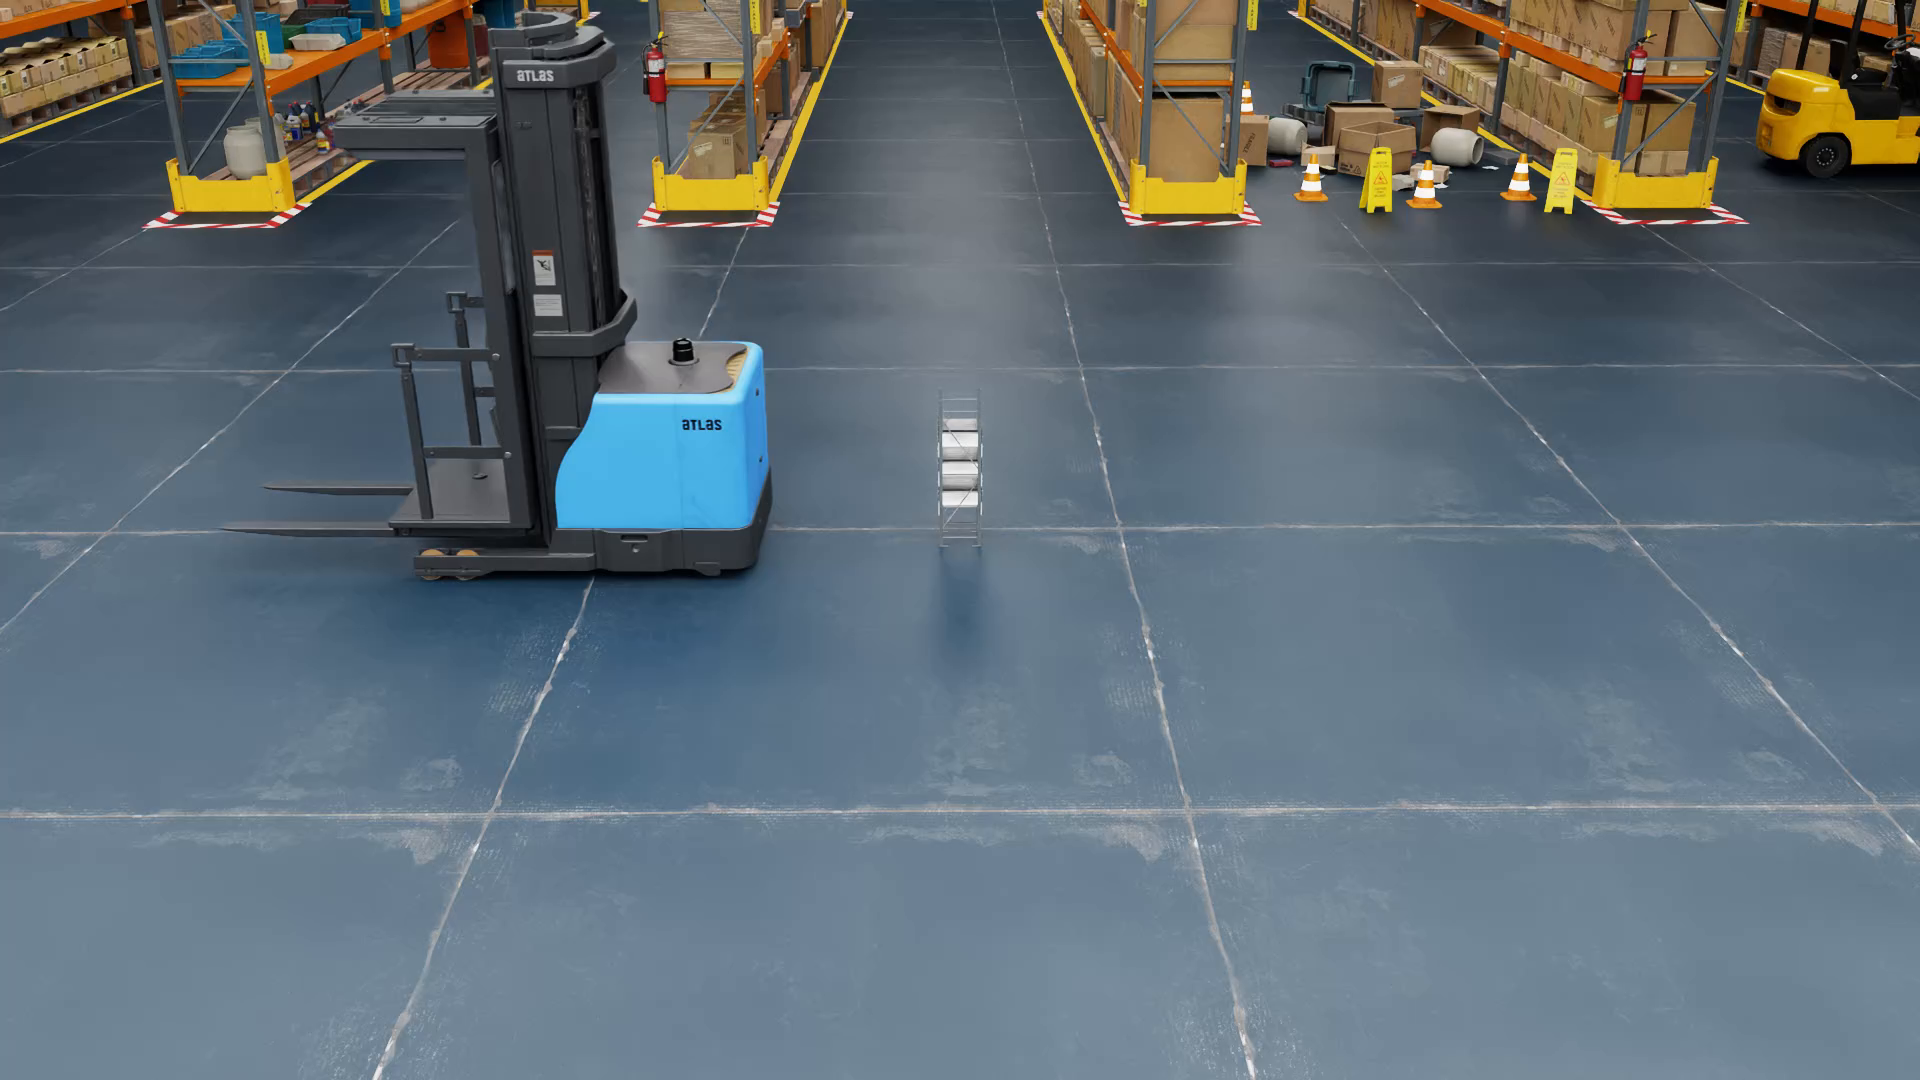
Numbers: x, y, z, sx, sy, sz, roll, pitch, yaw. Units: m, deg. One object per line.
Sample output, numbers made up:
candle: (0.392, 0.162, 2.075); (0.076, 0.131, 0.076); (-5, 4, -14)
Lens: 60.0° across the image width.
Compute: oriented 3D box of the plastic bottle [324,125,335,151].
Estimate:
plastic bottle: (-7.245, -4.626, 19.101); (0.061, 0.283, 0.133); (0, 24, 0)

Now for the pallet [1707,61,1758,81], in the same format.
pallet: (12.215, -7.246, 25.515); (1.003, 0.211, 1.213); (0, 24, -1)

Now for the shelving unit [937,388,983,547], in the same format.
shelving unit: (0.000, -0.413, 9.572); (0.258, 0.900, 0.210); (0, 24, -1)

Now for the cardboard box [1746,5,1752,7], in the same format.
cardboard box: (12.463, -8.417, 26.456); (0.380, 0.149, 0.250); (-1, 24, -3)

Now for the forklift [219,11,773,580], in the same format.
forklift: (-2.656, -1.329, 9.133); (3.031, 2.935, 1.130); (0, 24, 1)

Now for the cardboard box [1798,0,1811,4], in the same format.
cardboard box: (11.959, -7.537, 22.956); (0.500, 0.250, 0.500); (-1, 24, -2)

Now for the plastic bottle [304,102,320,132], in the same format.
plastic bottle: (-7.859, -5.129, 20.132); (0.144, 0.351, 0.185); (0, 24, -1)

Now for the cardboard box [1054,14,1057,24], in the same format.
cardboard box: (1.873, -9.248, 29.507); (0.380, 0.149, 0.250); (0, 24, -1)

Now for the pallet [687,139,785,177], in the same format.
pallet: (-2.585, -4.441, 19.312); (1.003, 0.211, 1.213); (0, 24, -1)

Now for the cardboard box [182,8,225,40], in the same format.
cardboard box: (-12.348, -8.401, 27.185); (0.500, 0.500, 0.500); (0, 24, 0)

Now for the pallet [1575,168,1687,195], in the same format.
pallet: (7.335, -3.984, 18.302); (1.003, 0.211, 1.213); (0, 24, -1)

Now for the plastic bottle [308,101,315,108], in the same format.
plastic bottle: (-8.032, -5.294, 20.591); (0.097, 0.271, 0.097); (0, 24, 0)

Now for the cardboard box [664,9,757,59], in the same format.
cardboard box: (-2.579, -5.251, 17.239); (0.875, 0.500, 0.500); (0, 24, -1)

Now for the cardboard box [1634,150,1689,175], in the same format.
cardboard box: (7.577, -4.160, 18.136); (0.500, 0.250, 0.500); (0, 24, -1)

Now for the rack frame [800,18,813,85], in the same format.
rack frame: (-2.688, -8.140, 24.108); (1.000, 3.000, 0.127); (0, 24, -1)

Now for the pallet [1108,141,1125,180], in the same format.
pallet: (2.263, -4.384, 19.188); (1.003, 0.211, 1.213); (0, 24, -1)

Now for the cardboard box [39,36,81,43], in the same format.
cardboard box: (-12.881, -7.074, 23.897); (0.500, 0.311, 0.500); (1, 24, 1)

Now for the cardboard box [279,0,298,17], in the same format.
cardboard box: (-12.448, -9.727, 30.419); (0.500, 0.250, 0.500); (0, 24, -1)

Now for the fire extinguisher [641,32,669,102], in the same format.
fire extinguisher: (-3.060, -4.759, 16.726); (0.296, 0.674, 0.183); (0, 24, -1)

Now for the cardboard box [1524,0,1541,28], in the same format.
cardboard box: (7.020, -6.328, 19.619); (0.500, 0.500, 0.500); (0, 24, -1)

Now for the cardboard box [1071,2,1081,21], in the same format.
cardboard box: (1.997, -8.213, 25.883); (0.500, 0.250, 0.500); (0, 24, 1)

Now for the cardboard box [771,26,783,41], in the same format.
cardboard box: (-2.298, -5.981, 19.640); (0.380, 0.149, 0.250); (0, 24, -1)

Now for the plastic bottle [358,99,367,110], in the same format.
plastic bottle: (-7.301, -5.199, 20.286); (0.144, 0.351, 0.185); (-1, 24, -2)

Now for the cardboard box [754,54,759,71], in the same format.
cardboard box: (-2.336, -5.054, 17.589); (0.380, 0.149, 0.250); (0, 24, -1)

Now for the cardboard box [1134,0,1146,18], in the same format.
cardboard box: (2.297, -5.764, 17.362); (0.875, 0.550, 0.550); (0, 24, -1)

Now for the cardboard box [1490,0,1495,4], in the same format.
cardboard box: (6.999, -6.933, 21.234); (0.380, 0.149, 0.250); (-1, 24, -2)

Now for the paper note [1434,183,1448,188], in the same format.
paper note: (5.308, -3.916, 18.371); (0.148, 0.019, 0.142); (-9, 26, -19)

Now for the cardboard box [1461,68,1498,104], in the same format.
cardboard box: (7.246, -6.043, 22.150); (0.950, 0.372, 0.625); (1, 24, 3)

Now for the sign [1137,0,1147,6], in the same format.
sign: (1.818, -5.463, 16.496); (0.100, 0.325, 0.005); (0, 24, -1)

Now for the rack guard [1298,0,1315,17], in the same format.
rack guard: (7.134, -10.352, 32.032); (1.175, 0.500, 0.348); (0, 24, -1)

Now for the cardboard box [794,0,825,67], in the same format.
cardboard box: (-2.674, -7.648, 25.088); (1.225, 0.875, 0.875); (-1, 24, -3)

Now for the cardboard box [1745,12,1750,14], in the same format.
cardboard box: (11.976, -8.089, 25.731); (0.380, 0.149, 0.250); (0, 24, 1)

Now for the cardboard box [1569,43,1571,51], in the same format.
cardboard box: (7.094, -5.557, 18.701); (0.380, 0.149, 0.250); (0, 24, -1)

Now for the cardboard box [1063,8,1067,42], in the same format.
cardboard box: (1.972, -8.516, 27.462); (0.500, 0.500, 0.500); (1, 24, 1)

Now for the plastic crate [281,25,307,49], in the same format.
plastic crate: (-7.864, -5.812, 19.219); (0.450, 0.188, 0.662); (0, 24, -1)

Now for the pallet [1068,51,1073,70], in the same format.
pallet: (2.256, -7.674, 26.461); (1.003, 0.211, 1.213); (0, 24, -1)

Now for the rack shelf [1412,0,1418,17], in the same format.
rack shelf: (7.200, -8.681, 26.177); (1.077, 0.370, 4.000); (0, 24, -1)

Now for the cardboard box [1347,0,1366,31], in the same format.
cardboard box: (7.279, -9.116, 28.865); (0.875, 0.438, 0.875); (-1, 24, -1)

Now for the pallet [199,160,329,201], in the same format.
pallet: (-7.604, -3.917, 18.154); (1.003, 0.211, 1.213); (0, 24, -1)

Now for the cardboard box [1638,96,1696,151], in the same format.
cardboard box: (7.576, -4.512, 18.003); (0.500, 0.500, 0.500); (-1, 24, -2)

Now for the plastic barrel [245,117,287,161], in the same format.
plastic barrel: (-7.642, -4.356, 18.252); (0.421, 0.512, 0.421); (0, 24, 0)

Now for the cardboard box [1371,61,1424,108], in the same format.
cardboard box: (5.486, -5.722, 20.876); (0.500, 0.500, 0.500); (0, 24, -1)

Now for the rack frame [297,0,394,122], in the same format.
rack frame: (-7.597, -6.470, 20.414); (1.000, 3.000, 0.127); (0, 24, -1)

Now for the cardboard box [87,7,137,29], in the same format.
cardboard box: (-12.843, -7.908, 25.184); (0.500, 0.250, 0.500); (1, 24, 1)

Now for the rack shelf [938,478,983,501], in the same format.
rack shelf: (0.000, -0.301, 9.623); (0.258, 0.077, 0.200); (0, 24, -1)

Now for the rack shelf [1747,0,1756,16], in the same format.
rack shelf: (12.163, -8.705, 26.230); (1.077, 0.370, 4.000); (0, 24, -1)

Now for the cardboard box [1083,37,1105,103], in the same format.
cardboard box: (2.213, -6.292, 22.242); (1.050, 0.750, 0.750); (0, 24, -1)

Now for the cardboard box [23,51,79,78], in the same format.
cardboard box: (-12.323, -6.448, 22.513); (0.500, 0.311, 0.500); (0, 24, 1)

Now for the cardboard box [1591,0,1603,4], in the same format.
cardboard box: (7.087, -5.943, 17.554); (0.700, 0.500, 0.500); (0, 24, 0)

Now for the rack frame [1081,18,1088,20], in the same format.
rack frame: (2.273, -8.121, 24.065); (1.000, 3.000, 0.127); (0, 24, -1)

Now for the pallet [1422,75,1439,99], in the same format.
pallet: (7.229, -6.592, 24.069); (1.003, 0.211, 1.213); (0, 24, -1)

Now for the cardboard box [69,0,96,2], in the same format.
cardboard box: (-12.307, -7.613, 23.248); (0.380, 0.149, 0.250); (0, 24, -1)

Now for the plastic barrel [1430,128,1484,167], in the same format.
plastic barrel: (5.773, -4.559, 19.316); (0.512, 0.421, 0.421); (19, 30, 35)

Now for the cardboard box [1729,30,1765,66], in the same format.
cardboard box: (11.966, -7.434, 25.071); (0.500, 0.500, 0.500); (0, 24, 1)

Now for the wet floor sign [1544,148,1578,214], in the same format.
wet floor sign: (6.241, -3.732, 17.219); (0.267, 0.644, 0.232); (8, 26, 18)

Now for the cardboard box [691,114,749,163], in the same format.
cardboard box: (-2.631, -4.400, 18.361); (0.500, 0.500, 0.500); (6, 25, 13)

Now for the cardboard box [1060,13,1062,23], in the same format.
cardboard box: (1.908, -8.925, 28.433); (0.380, 0.149, 0.250); (0, 24, 0)
